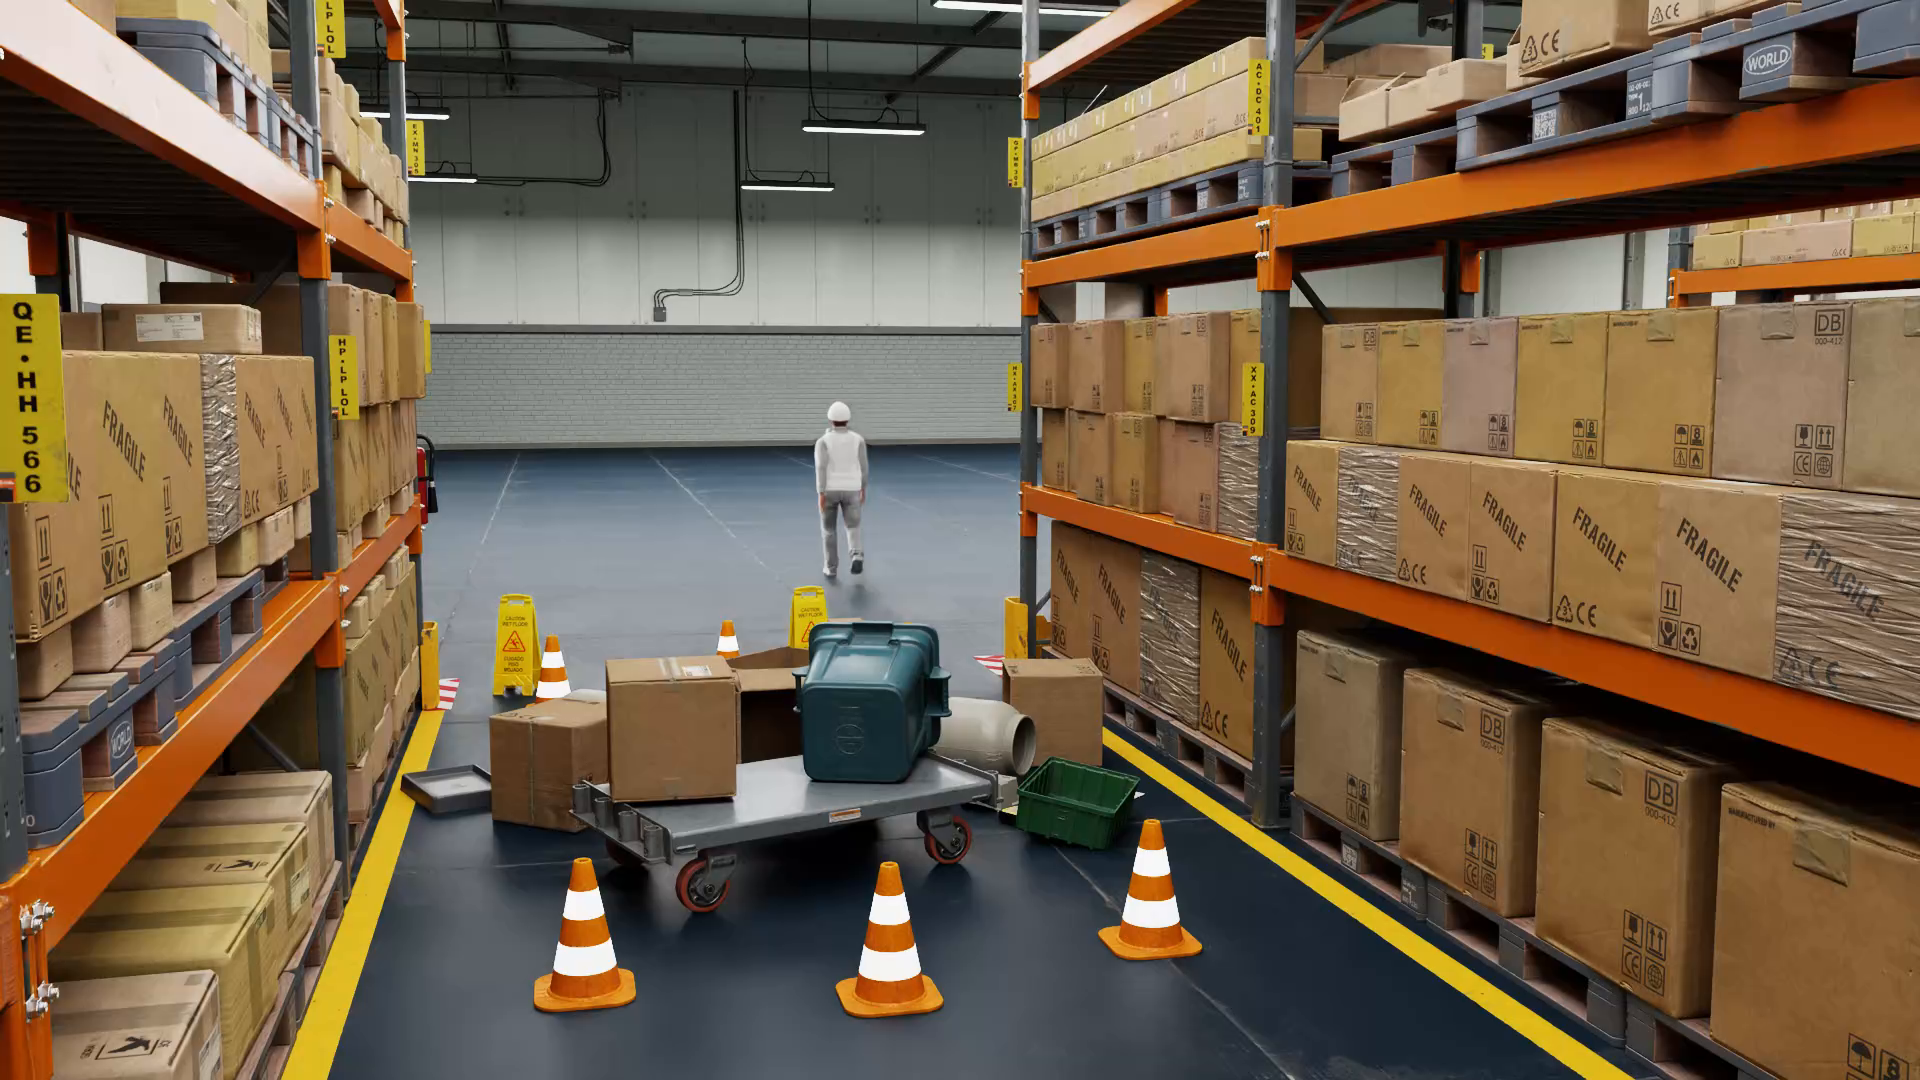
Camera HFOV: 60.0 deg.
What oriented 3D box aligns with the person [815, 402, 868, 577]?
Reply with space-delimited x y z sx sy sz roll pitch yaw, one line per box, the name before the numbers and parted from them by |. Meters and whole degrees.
person | -1.165 -0.489 16.398 0.541 1.743 0.873 -1 6 -12
